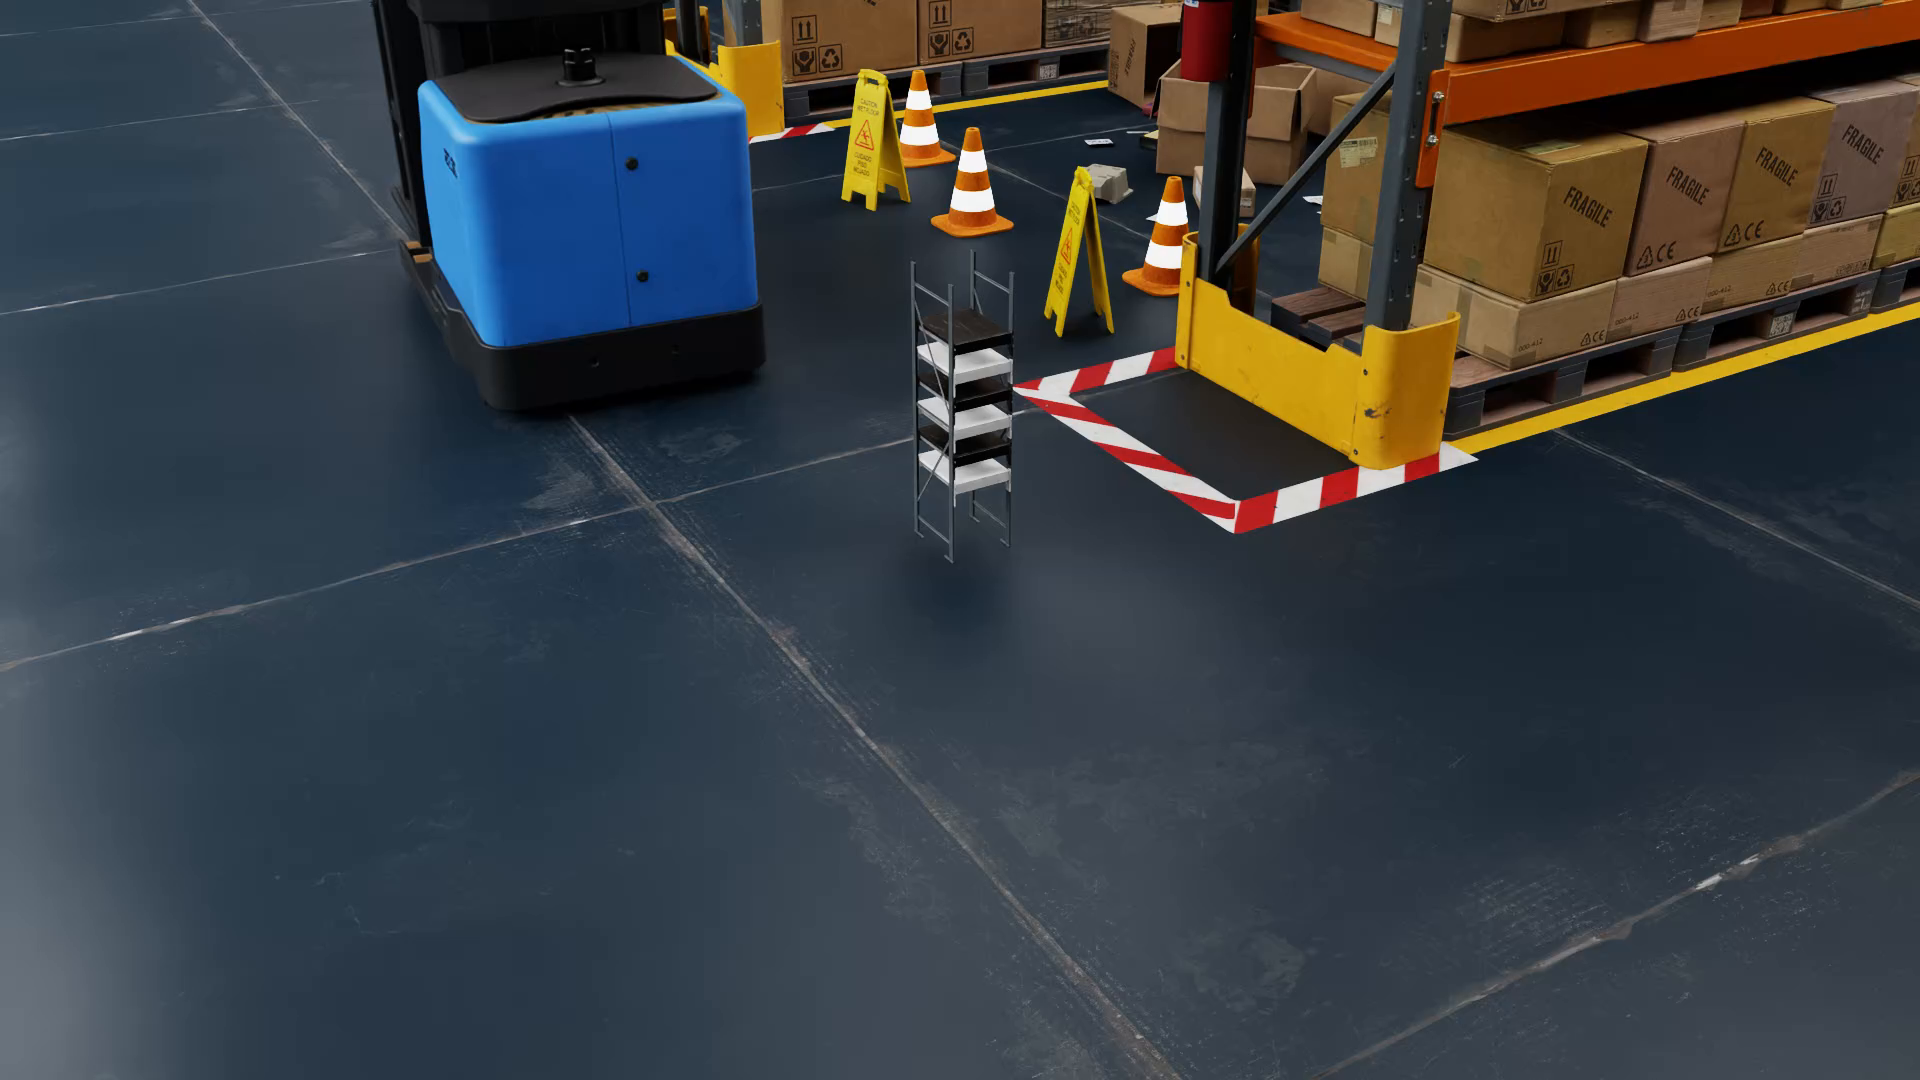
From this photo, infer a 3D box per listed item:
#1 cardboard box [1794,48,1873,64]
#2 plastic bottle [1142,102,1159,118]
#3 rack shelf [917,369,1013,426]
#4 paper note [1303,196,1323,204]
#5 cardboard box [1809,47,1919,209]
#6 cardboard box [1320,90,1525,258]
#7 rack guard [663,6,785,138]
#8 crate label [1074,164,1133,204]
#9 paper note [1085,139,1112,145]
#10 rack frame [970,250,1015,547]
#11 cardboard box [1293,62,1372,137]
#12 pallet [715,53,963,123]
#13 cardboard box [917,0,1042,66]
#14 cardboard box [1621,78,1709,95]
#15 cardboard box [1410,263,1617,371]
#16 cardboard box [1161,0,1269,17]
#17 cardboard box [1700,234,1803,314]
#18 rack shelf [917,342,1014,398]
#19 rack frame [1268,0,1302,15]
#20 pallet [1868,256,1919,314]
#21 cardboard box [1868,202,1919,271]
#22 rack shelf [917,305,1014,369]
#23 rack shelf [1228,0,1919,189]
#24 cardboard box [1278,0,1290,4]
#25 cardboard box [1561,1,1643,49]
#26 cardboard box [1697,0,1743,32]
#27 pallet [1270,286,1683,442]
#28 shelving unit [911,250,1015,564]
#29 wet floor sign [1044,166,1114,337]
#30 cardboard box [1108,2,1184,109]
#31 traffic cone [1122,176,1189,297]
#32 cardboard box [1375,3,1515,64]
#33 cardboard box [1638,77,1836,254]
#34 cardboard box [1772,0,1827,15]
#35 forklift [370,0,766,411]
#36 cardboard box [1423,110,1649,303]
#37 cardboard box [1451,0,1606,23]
[{"bbox_3d":[3.544,-1.927,7.273,0.500,0.500,0.500,-14,32,-24],"label":"cardboard box"},{"bbox_3d":[1.219,-2.504,9.724,0.283,0.061,0.133,22,36,34],"label":"plastic bottle"},{"bbox_3d":[0.007,-0.446,5.009,0.200,0.077,0.258,-16,33,-26],"label":"rack shelf"},{"bbox_3d":[1.811,-1.709,8.326,0.142,0.019,0.148,-5,29,-9],"label":"paper note"},{"bbox_3d":[3.833,-1.713,6.885,0.500,0.500,0.500,-15,32,-25],"label":"cardboard box"},{"bbox_3d":[1.755,-1.421,6.355,0.500,0.500,0.500,-16,33,-26],"label":"cardboard box"},{"bbox_3d":[-1.419,-2.745,9.706,0.348,0.500,1.175,-16,33,-26],"label":"rack guard"},{"bbox_3d":[0.704,-1.794,8.360,0.250,0.136,0.298,15,32,26],"label":"crate label"},{"bbox_3d":[0.778,-2.211,9.226,0.142,0.017,0.144,-5,29,-9],"label":"paper note"},{"bbox_3d":[0.095,-0.421,5.081,0.006,0.900,0.240,-16,33,-26],"label":"rack frame"},{"bbox_3d":[2.230,-2.491,9.102,0.503,0.637,0.797,-16,33,-26],"label":"cardboard box"},{"bbox_3d":[-0.749,-2.852,10.200,1.213,0.211,1.003,-16,33,-26],"label":"pallet"},{"bbox_3d":[-0.090,-3.508,10.267,0.875,0.875,0.875,-16,33,-27],"label":"cardboard box"},{"bbox_3d":[2.642,-1.670,6.807,0.500,0.500,0.500,-17,33,-27],"label":"cardboard box"},{"bbox_3d":[2.032,-0.870,6.133,0.500,0.250,0.500,-16,33,-27],"label":"cardboard box"},{"bbox_3d":[1.472,-3.953,11.073,0.875,0.875,0.875,-15,32,-26],"label":"cardboard box"},{"bbox_3d":[2.940,-1.130,6.605,0.500,0.250,0.500,-14,32,-23],"label":"cardboard box"},{"bbox_3d":[0.007,-0.524,4.965,0.200,0.077,0.258,-16,33,-26],"label":"rack shelf"},{"bbox_3d":[2.050,-4.824,10.887,0.127,3.000,1.000,-16,33,-26],"label":"rack frame"},{"bbox_3d":[4.084,-1.387,7.544,1.213,0.211,1.003,-16,33,-26],"label":"pallet"},{"bbox_3d":[3.817,-1.375,7.049,0.500,0.250,0.500,-17,33,-28],"label":"cardboard box"},{"bbox_3d":[0.007,-0.603,4.922,0.200,0.077,0.258,-16,33,-26],"label":"rack shelf"},{"bbox_3d":[2.921,-1.982,6.482,4.000,0.370,1.077,-16,33,-26],"label":"rack shelf"},{"bbox_3d":[2.540,-4.212,11.672,0.750,0.750,1.050,-16,33,-27],"label":"cardboard box"},{"bbox_3d":[2.074,-1.793,5.655,0.250,0.149,0.380,-17,33,-28],"label":"cardboard box"},{"bbox_3d":[2.522,-1.914,5.873,0.250,0.149,0.380,-15,32,-25],"label":"cardboard box"},{"bbox_3d":[1.980,-0.789,6.462,1.213,0.211,1.003,-16,33,-26],"label":"pallet"},{"bbox_3d":[0.007,-0.396,5.036,0.210,0.900,0.258,-16,33,-26],"label":"shelving unit"},{"bbox_3d":[0.490,-1.176,6.713,0.232,0.644,0.267,-5,29,-9],"label":"wet floor sign"},{"bbox_3d":[1.232,-2.923,10.027,0.500,0.500,0.500,-10,30,-18],"label":"cardboard box"},{"bbox_3d":[0.914,-1.340,7.198,0.334,0.463,0.336,-16,33,-26],"label":"traffic cone"},{"bbox_3d":[1.594,-1.694,5.476,0.250,0.149,0.380,-16,33,-26],"label":"cardboard box"},{"bbox_3d":[2.937,-1.453,6.414,0.500,0.500,0.500,-15,32,-25],"label":"cardboard box"},{"bbox_3d":[2.962,-2.056,6.130,0.250,0.149,0.380,-17,33,-28],"label":"cardboard box"},{"bbox_3d":[-1.823,-2.433,6.626,1.130,2.935,3.031,-13,31,-22],"label":"forklift"},{"bbox_3d":[2.052,-1.204,5.963,0.500,0.500,0.500,-17,33,-28],"label":"cardboard box"},{"bbox_3d":[1.745,-1.982,5.326,0.500,0.500,0.500,-16,33,-27],"label":"cardboard box"}]
